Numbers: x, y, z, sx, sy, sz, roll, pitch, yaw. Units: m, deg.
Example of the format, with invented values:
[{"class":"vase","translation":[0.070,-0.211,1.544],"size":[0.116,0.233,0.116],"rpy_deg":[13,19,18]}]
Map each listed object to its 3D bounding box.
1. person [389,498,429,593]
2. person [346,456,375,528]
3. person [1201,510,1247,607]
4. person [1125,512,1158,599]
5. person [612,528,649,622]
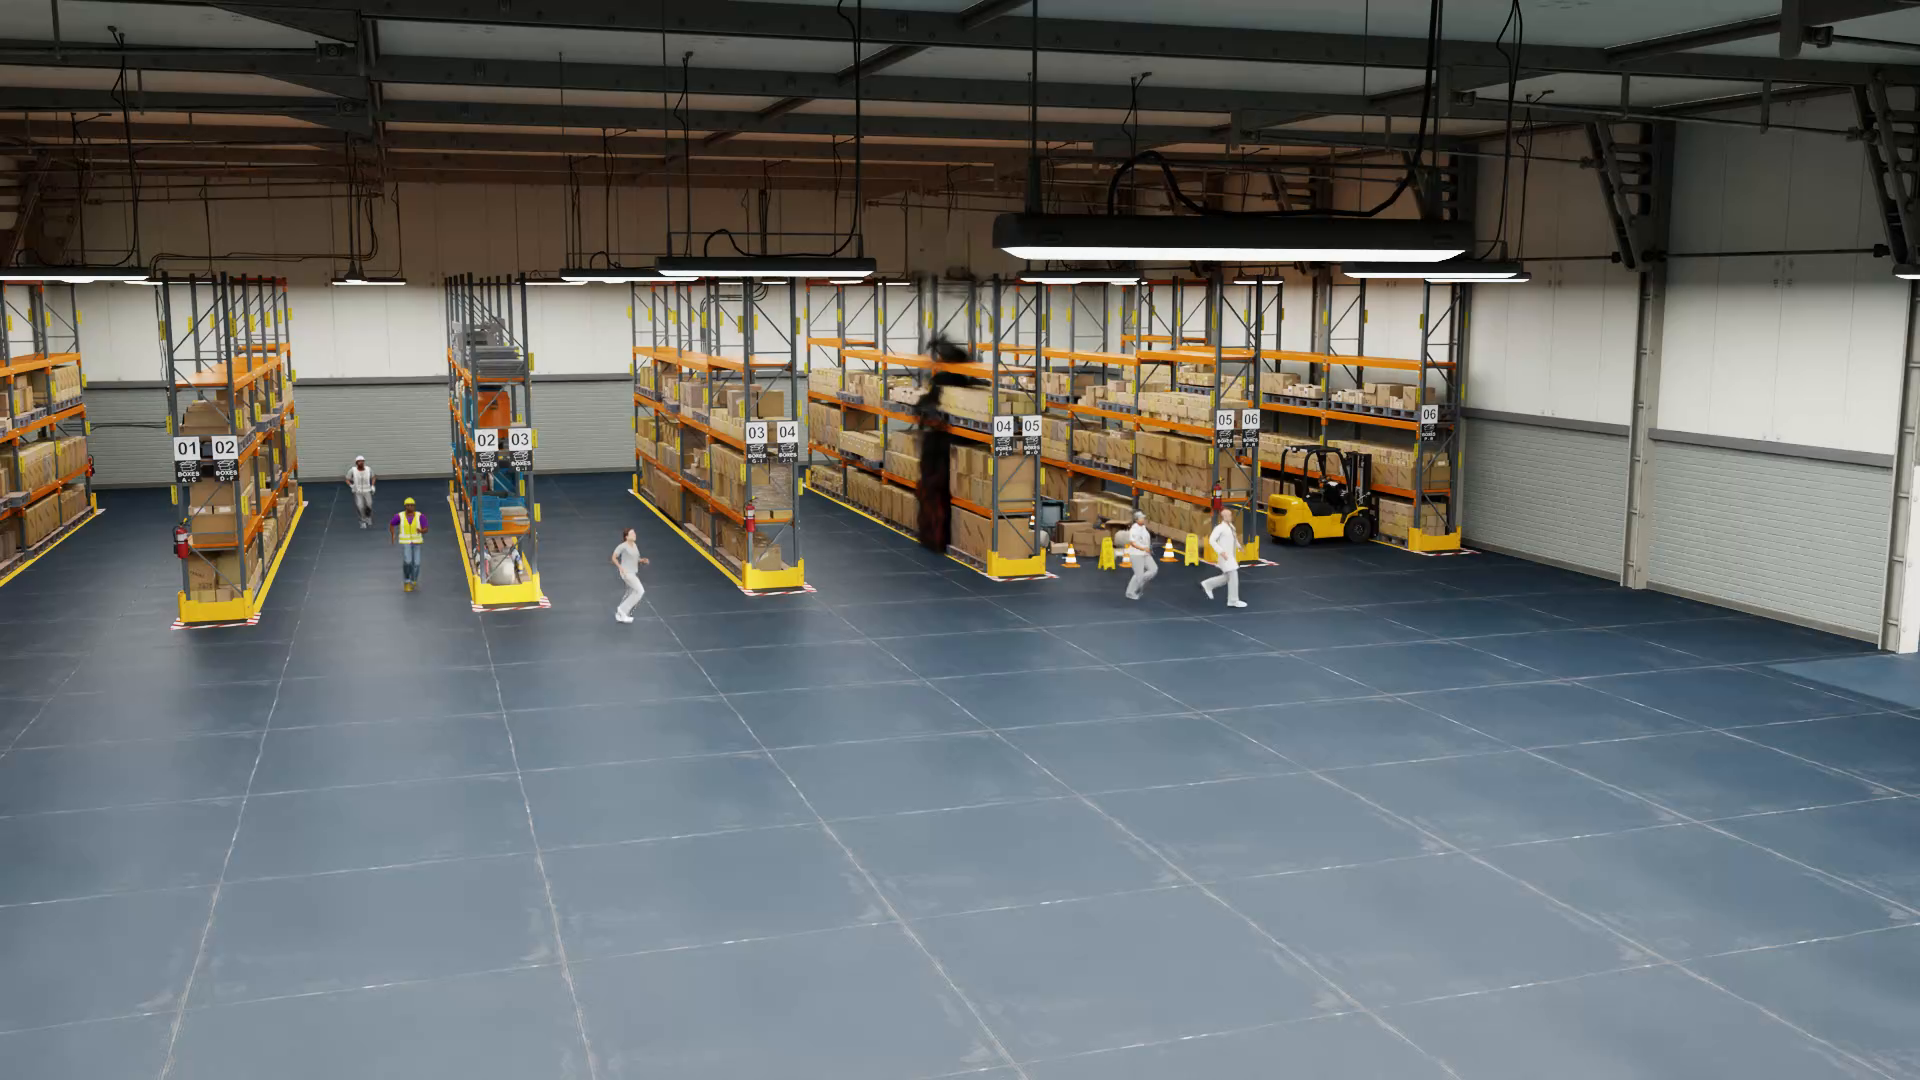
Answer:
[{"class":"person","translation":[-10.445,0.098,31.637],"size":[0.670,1.798,0.722],"rpy_deg":[-4,10,-27]},{"class":"person","translation":[-14.339,-1.145,39.858],"size":[0.692,1.743,0.569],"rpy_deg":[-4,10,-26]},{"class":"person","translation":[4.787,0.321,30.146],"size":[0.934,1.741,0.742],"rpy_deg":[5,10,32]},{"class":"person","translation":[3.362,0.277,30.865],"size":[0.570,1.627,0.618],"rpy_deg":[5,10,31]},{"class":"person","translation":[-5.653,0.596,28.655],"size":[0.608,1.636,0.546],"rpy_deg":[2,9,14]}]
